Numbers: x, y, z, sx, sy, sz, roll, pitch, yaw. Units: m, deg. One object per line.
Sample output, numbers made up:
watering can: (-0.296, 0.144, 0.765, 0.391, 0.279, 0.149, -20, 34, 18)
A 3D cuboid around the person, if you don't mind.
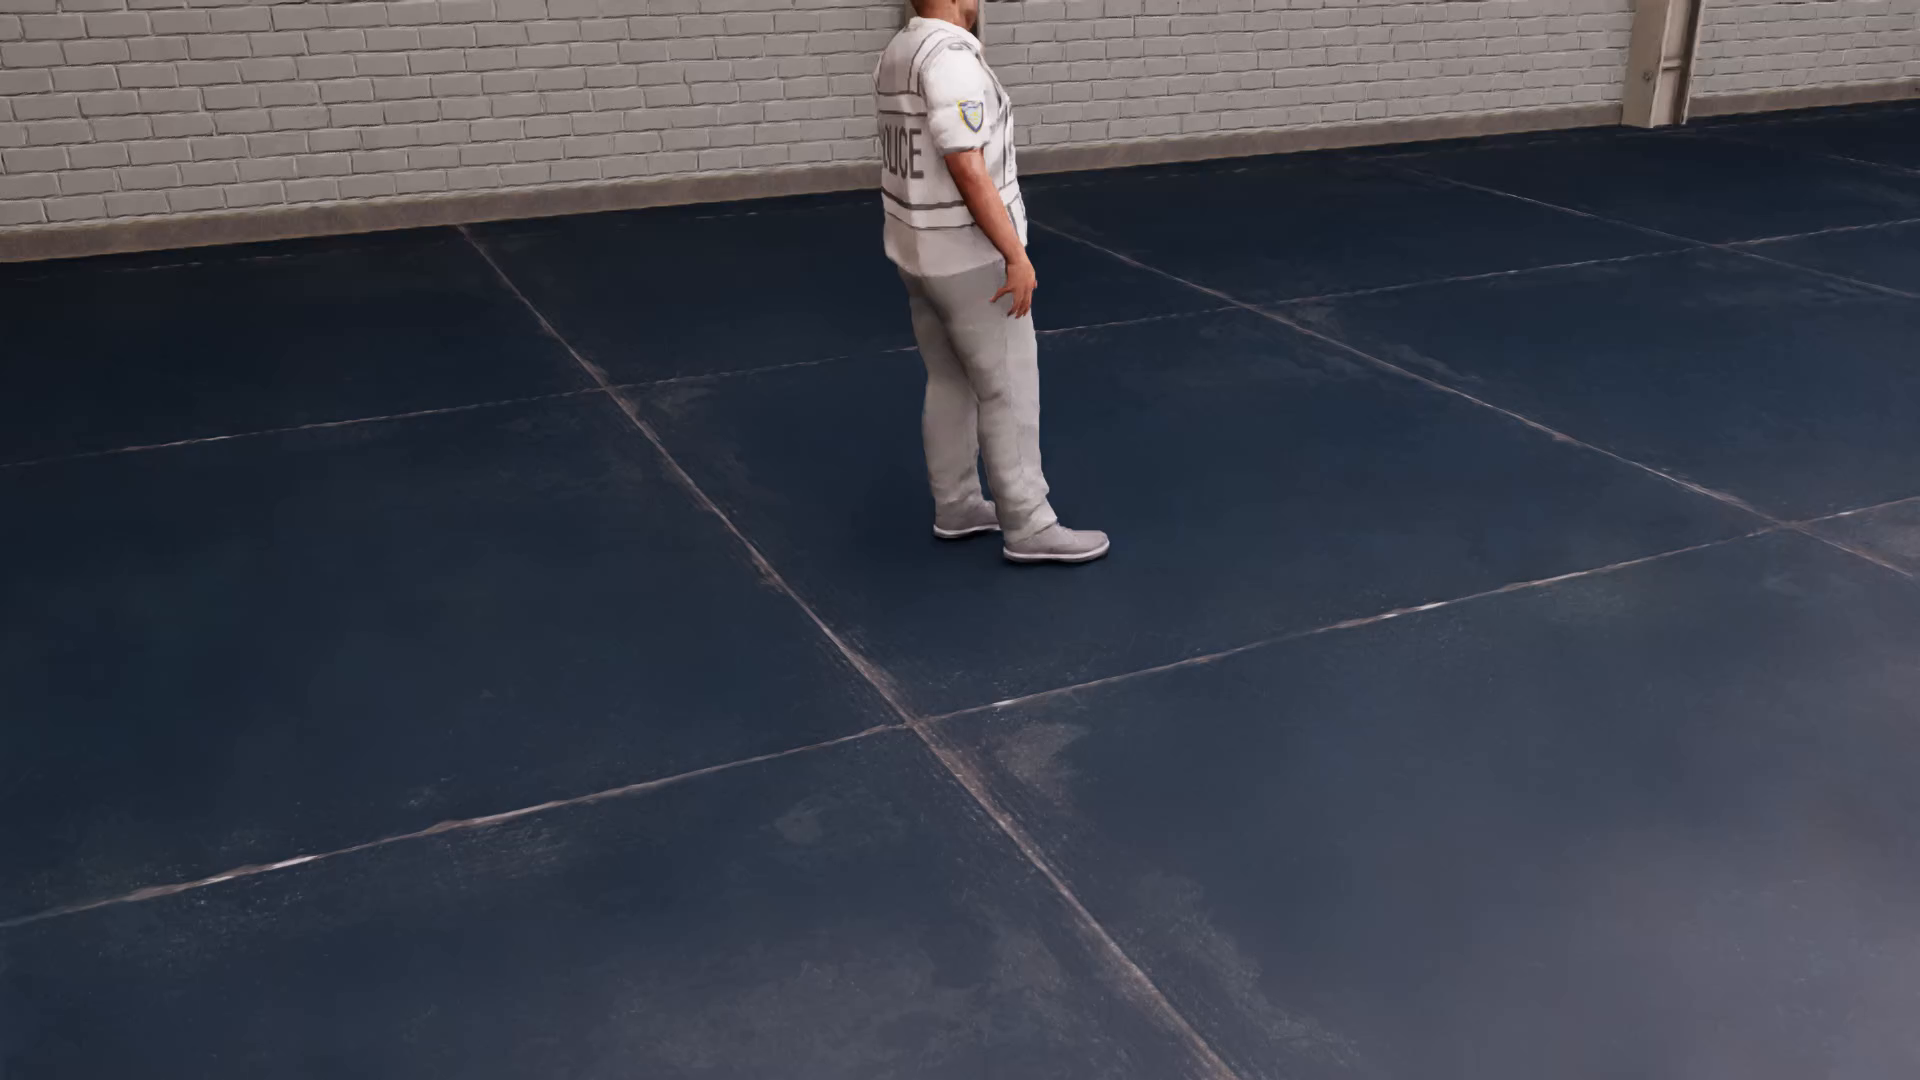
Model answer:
person: (0.076, -0.839, 4.782, 0.574, 1.781, 0.640, -10, 25, -23)
